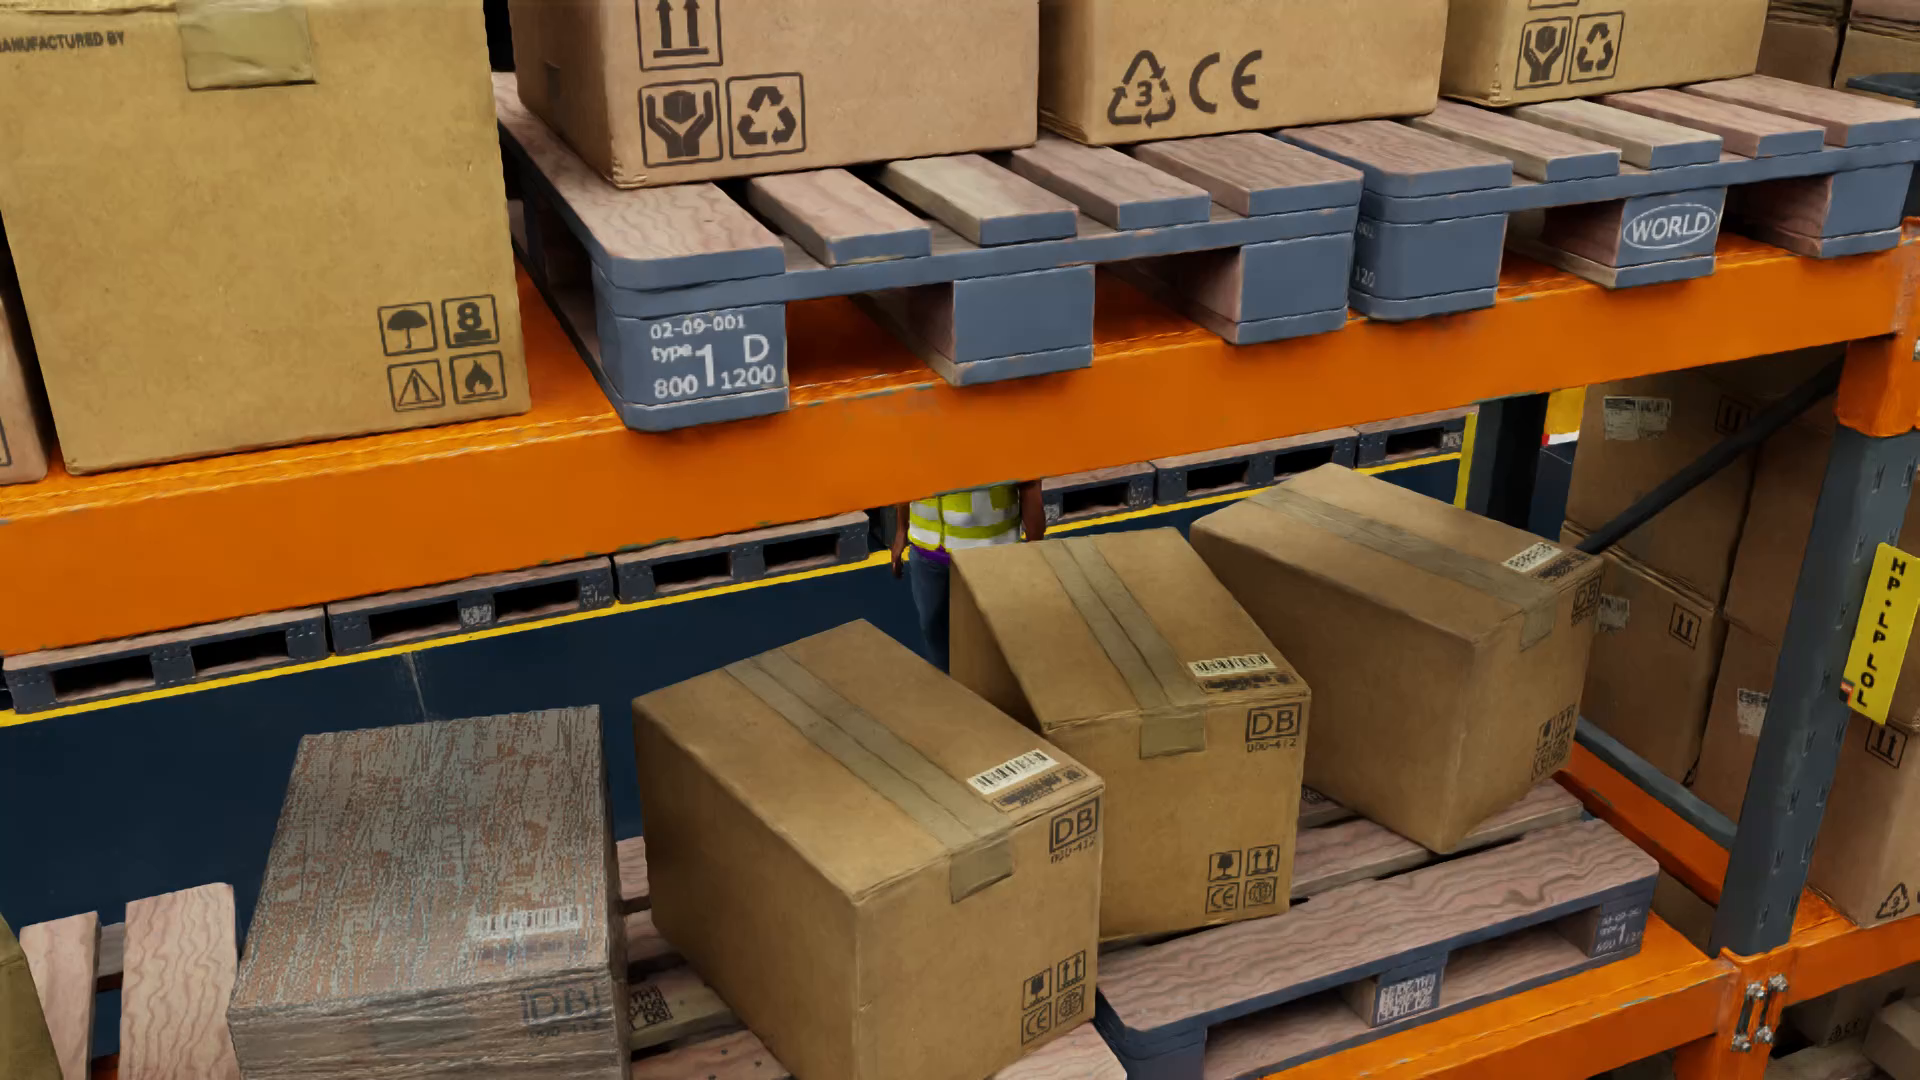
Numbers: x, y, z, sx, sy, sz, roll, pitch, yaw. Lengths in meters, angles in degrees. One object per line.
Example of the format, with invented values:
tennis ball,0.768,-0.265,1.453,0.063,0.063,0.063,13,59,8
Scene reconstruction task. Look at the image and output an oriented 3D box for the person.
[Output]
person,0.005,0.012,6.045,0.688,1.768,0.453,15,29,28
